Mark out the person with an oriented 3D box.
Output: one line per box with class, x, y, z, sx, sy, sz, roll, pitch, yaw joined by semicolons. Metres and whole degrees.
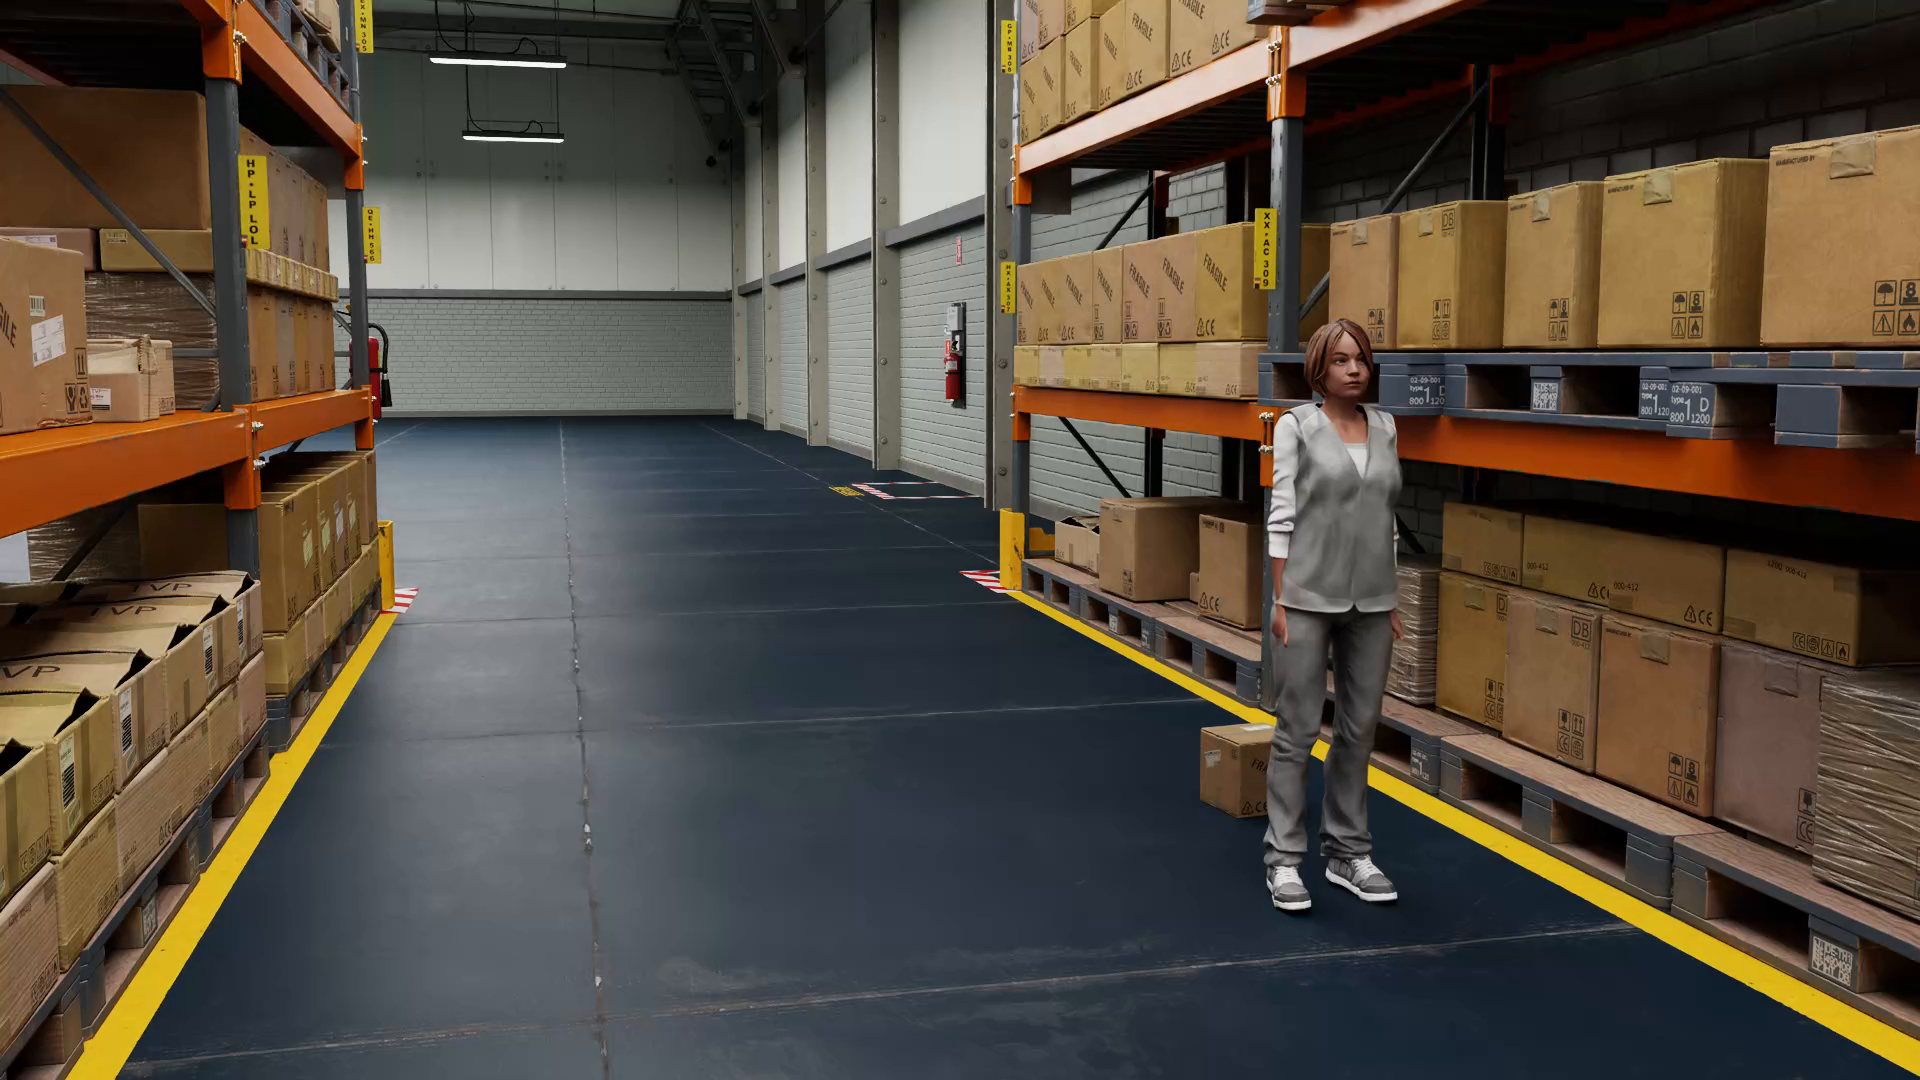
person;1.035;0.197;4.577;0.409;1.602;0.330;-2;7;-15
